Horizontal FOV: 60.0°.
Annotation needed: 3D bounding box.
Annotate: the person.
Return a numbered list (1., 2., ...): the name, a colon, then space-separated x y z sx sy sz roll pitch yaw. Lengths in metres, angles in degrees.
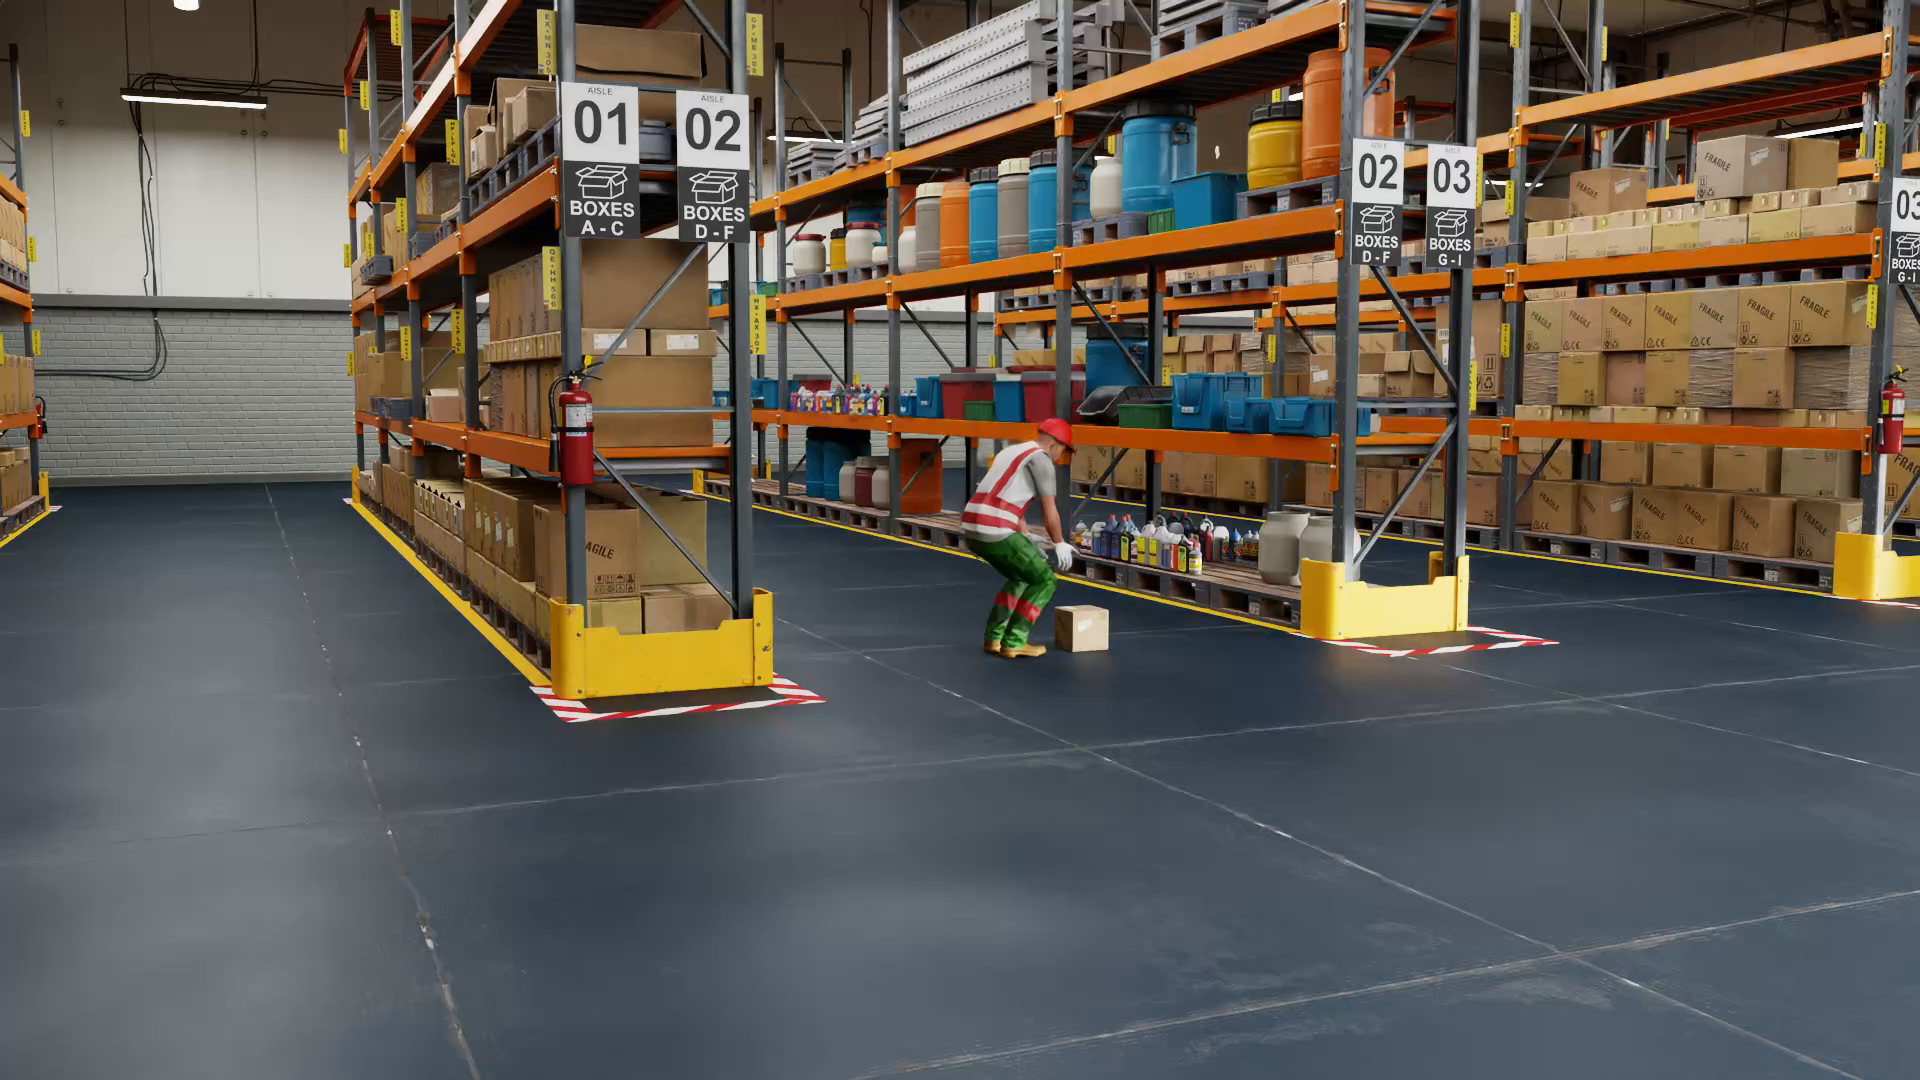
1. person: 0.366 -0.026 10.230 0.750 1.442 0.583 -2 6 -24
